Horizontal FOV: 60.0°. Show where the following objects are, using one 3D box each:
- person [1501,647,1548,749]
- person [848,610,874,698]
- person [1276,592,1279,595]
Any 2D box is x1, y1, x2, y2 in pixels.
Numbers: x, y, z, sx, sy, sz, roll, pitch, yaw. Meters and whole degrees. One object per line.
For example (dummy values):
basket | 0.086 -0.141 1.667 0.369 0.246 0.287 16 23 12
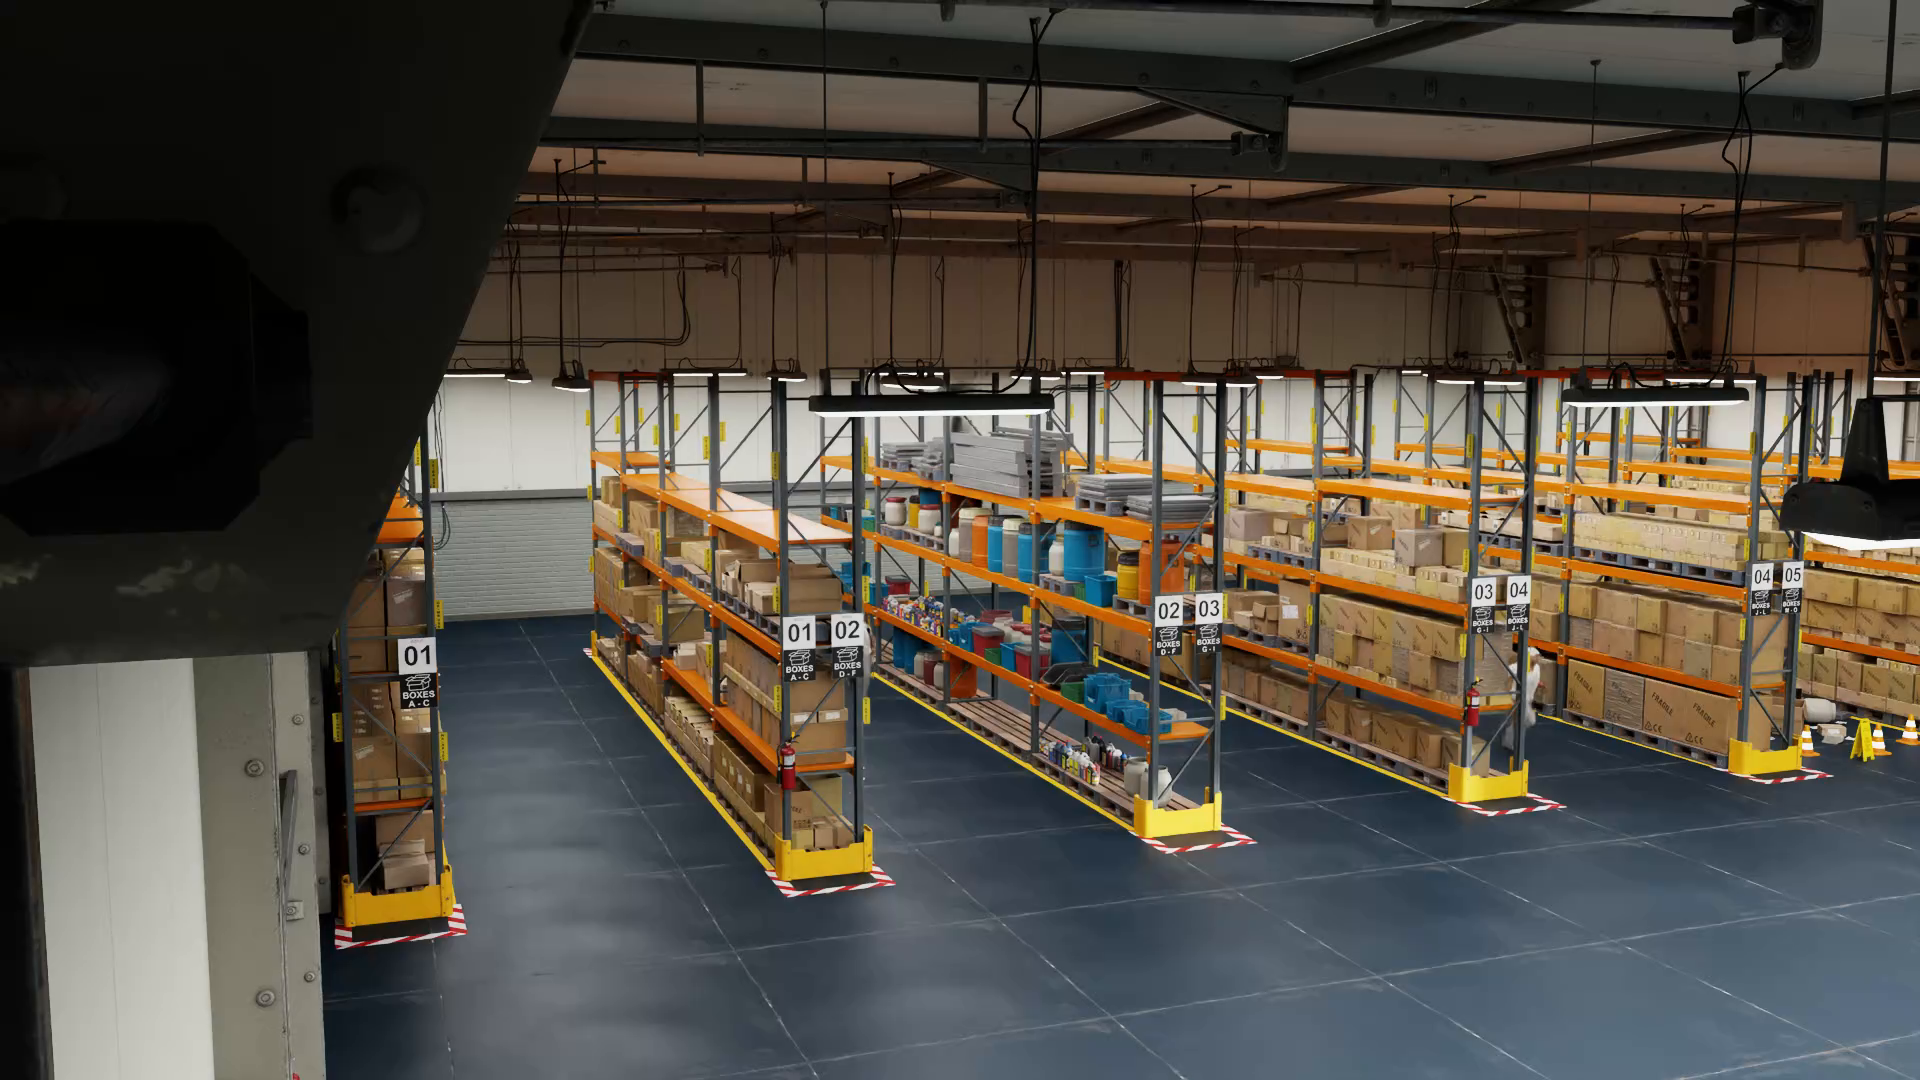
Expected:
person | 8.977 2.519 26.446 0.655 1.680 0.736 -5 8 -39
person | -1.805 2.082 30.118 0.583 1.682 0.758 -3 7 -22
person | 6.989 1.654 34.834 0.806 1.698 0.744 -1 7 -13
